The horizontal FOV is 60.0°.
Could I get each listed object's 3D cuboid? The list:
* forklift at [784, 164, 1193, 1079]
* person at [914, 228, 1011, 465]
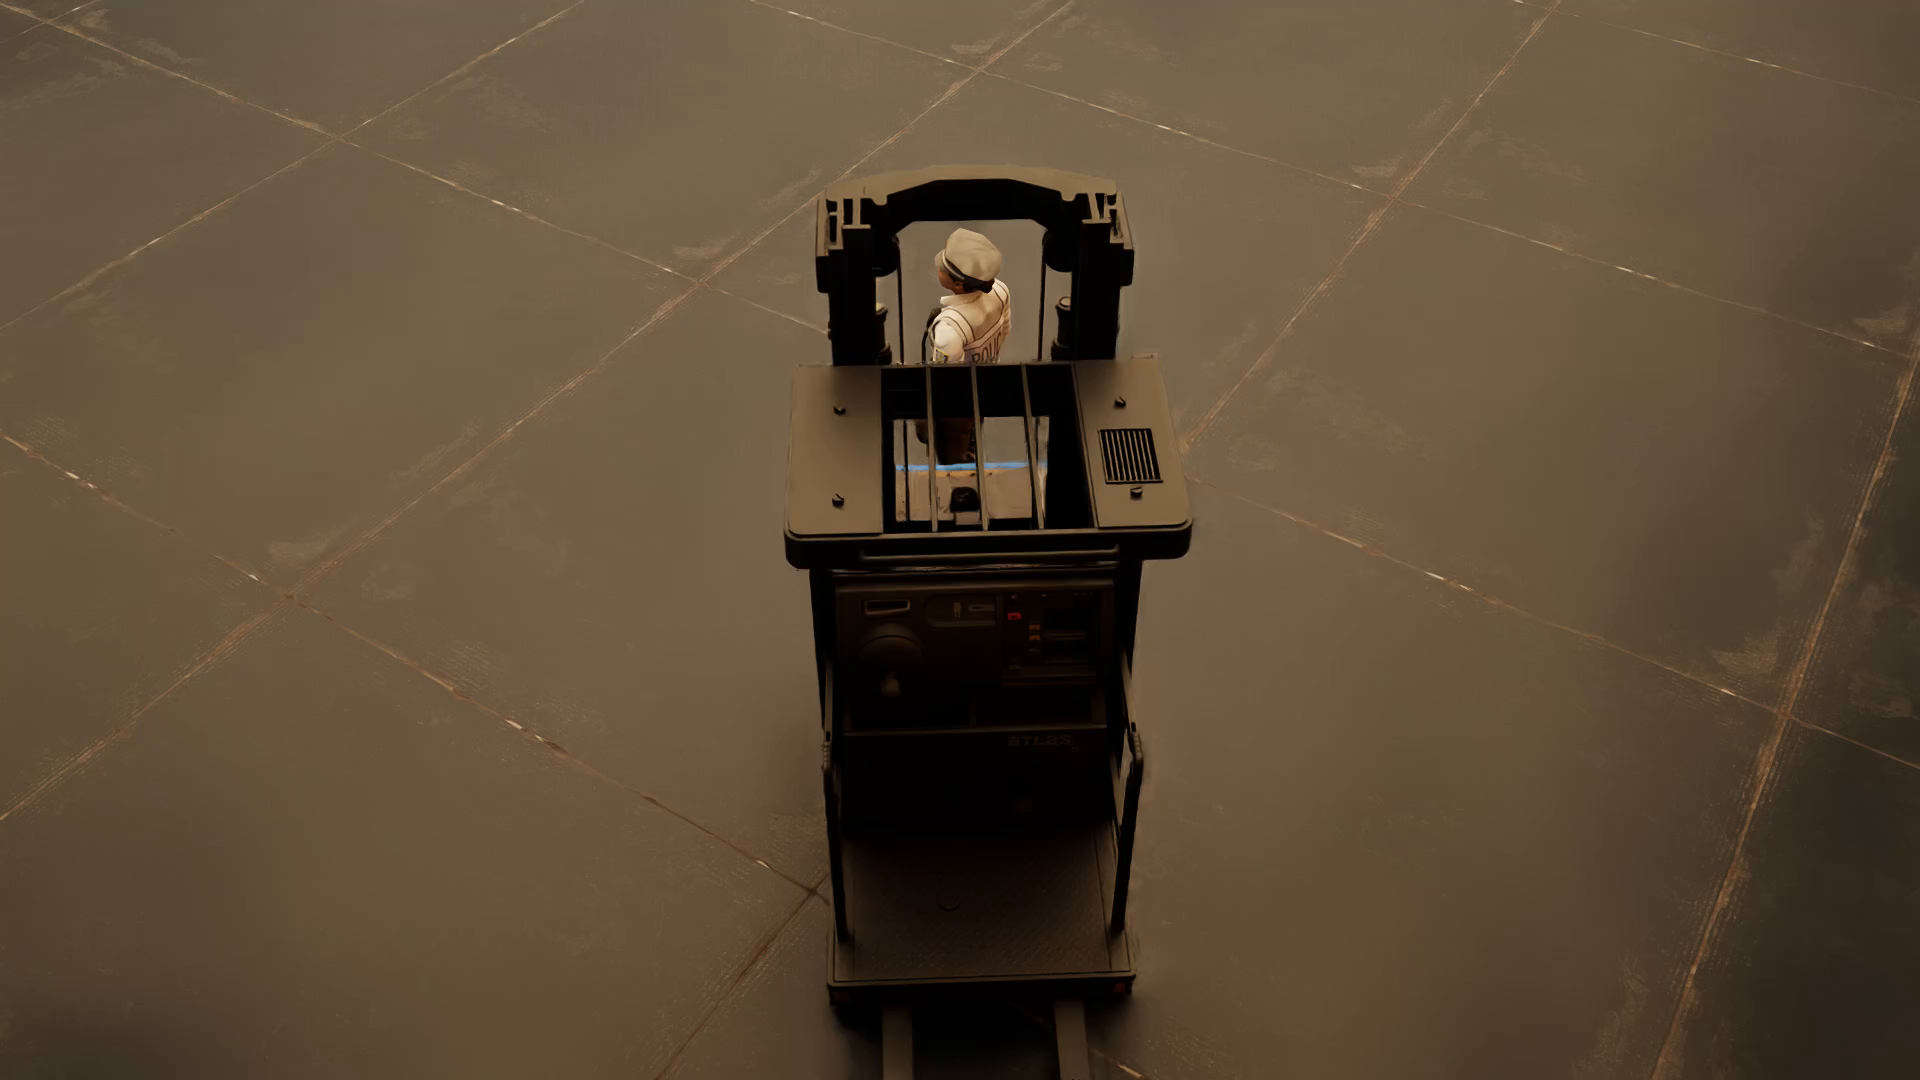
[{"bbox_3d":[0.061,0.416,5.410,1.130,2.935,3.031,-2,44,-2],"label":"forklift"},{"bbox_3d":[-0.054,-0.679,7.395,0.530,1.694,0.586,24,48,23],"label":"person"}]
